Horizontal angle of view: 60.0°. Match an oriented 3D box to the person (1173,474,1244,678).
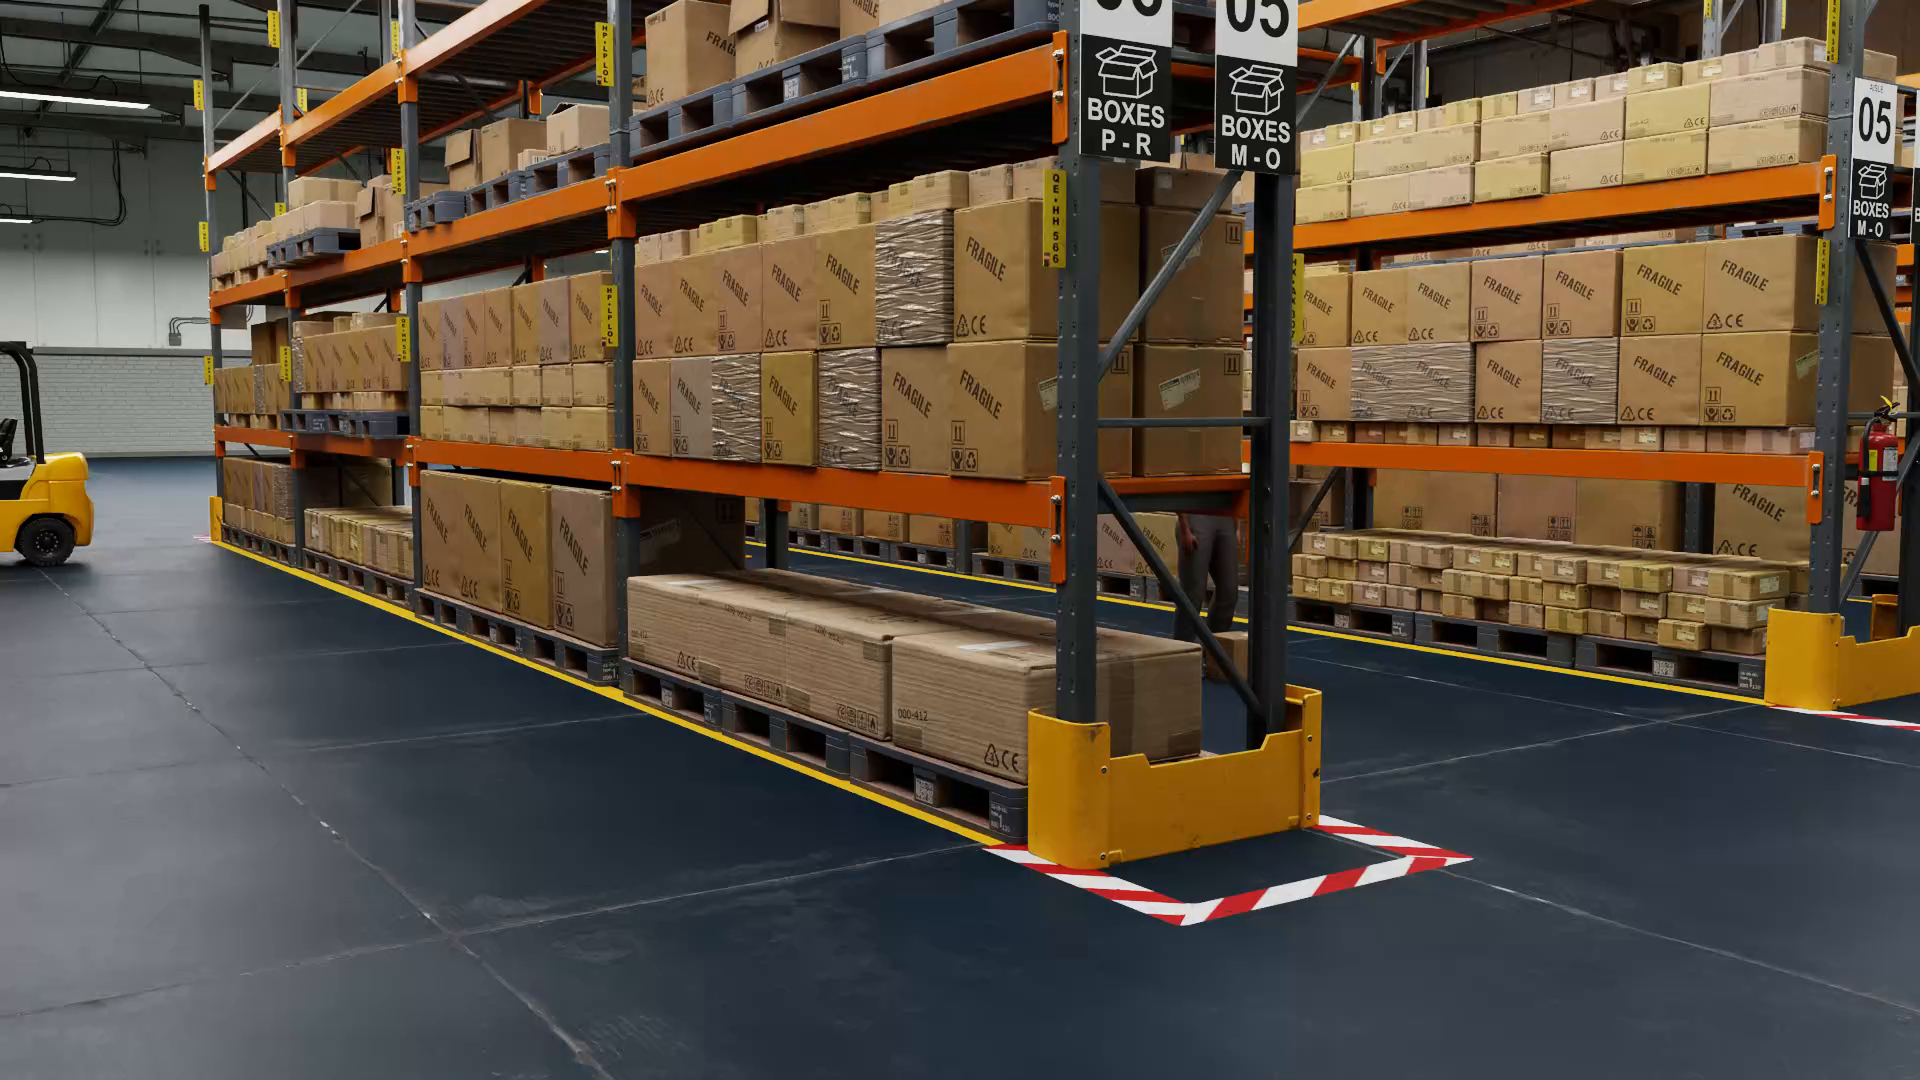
[{"bbox_3d":[1.448,-0.046,9.664,0.530,1.653,0.352,-4,6,-37],"label":"person"}]
